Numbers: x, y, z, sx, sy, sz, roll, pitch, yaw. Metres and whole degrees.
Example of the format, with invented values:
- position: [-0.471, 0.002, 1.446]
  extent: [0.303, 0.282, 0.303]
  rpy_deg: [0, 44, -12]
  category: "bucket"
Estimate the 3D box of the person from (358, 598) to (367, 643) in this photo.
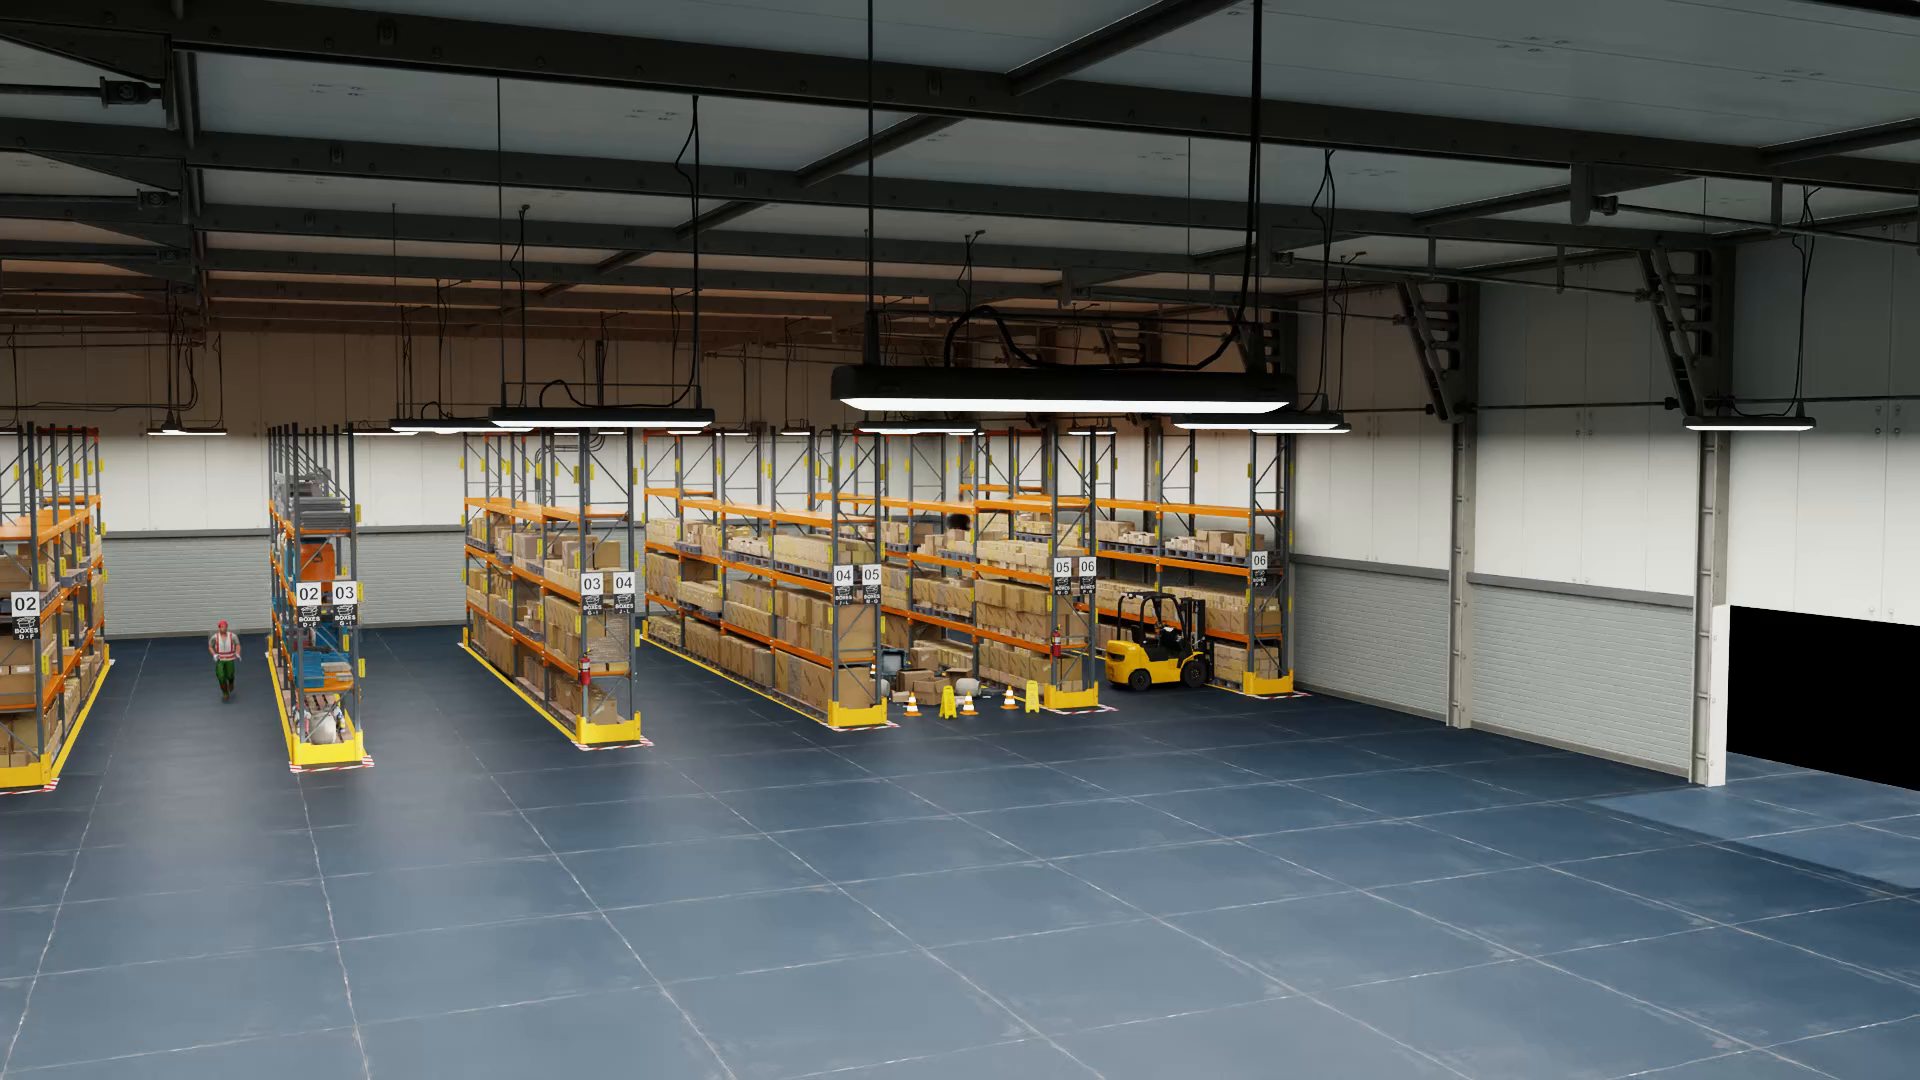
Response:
- position: [-17.038, 1.986, 46.532]
  extent: [0.844, 1.842, 0.639]
  rpy_deg: [-1, 4, -17]
  category: "person"

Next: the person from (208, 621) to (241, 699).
- position: [-16.157, 2.628, 36.558]
  extent: [0.660, 1.729, 0.645]
  rpy_deg: [-1, 4, -21]
  category: "person"
